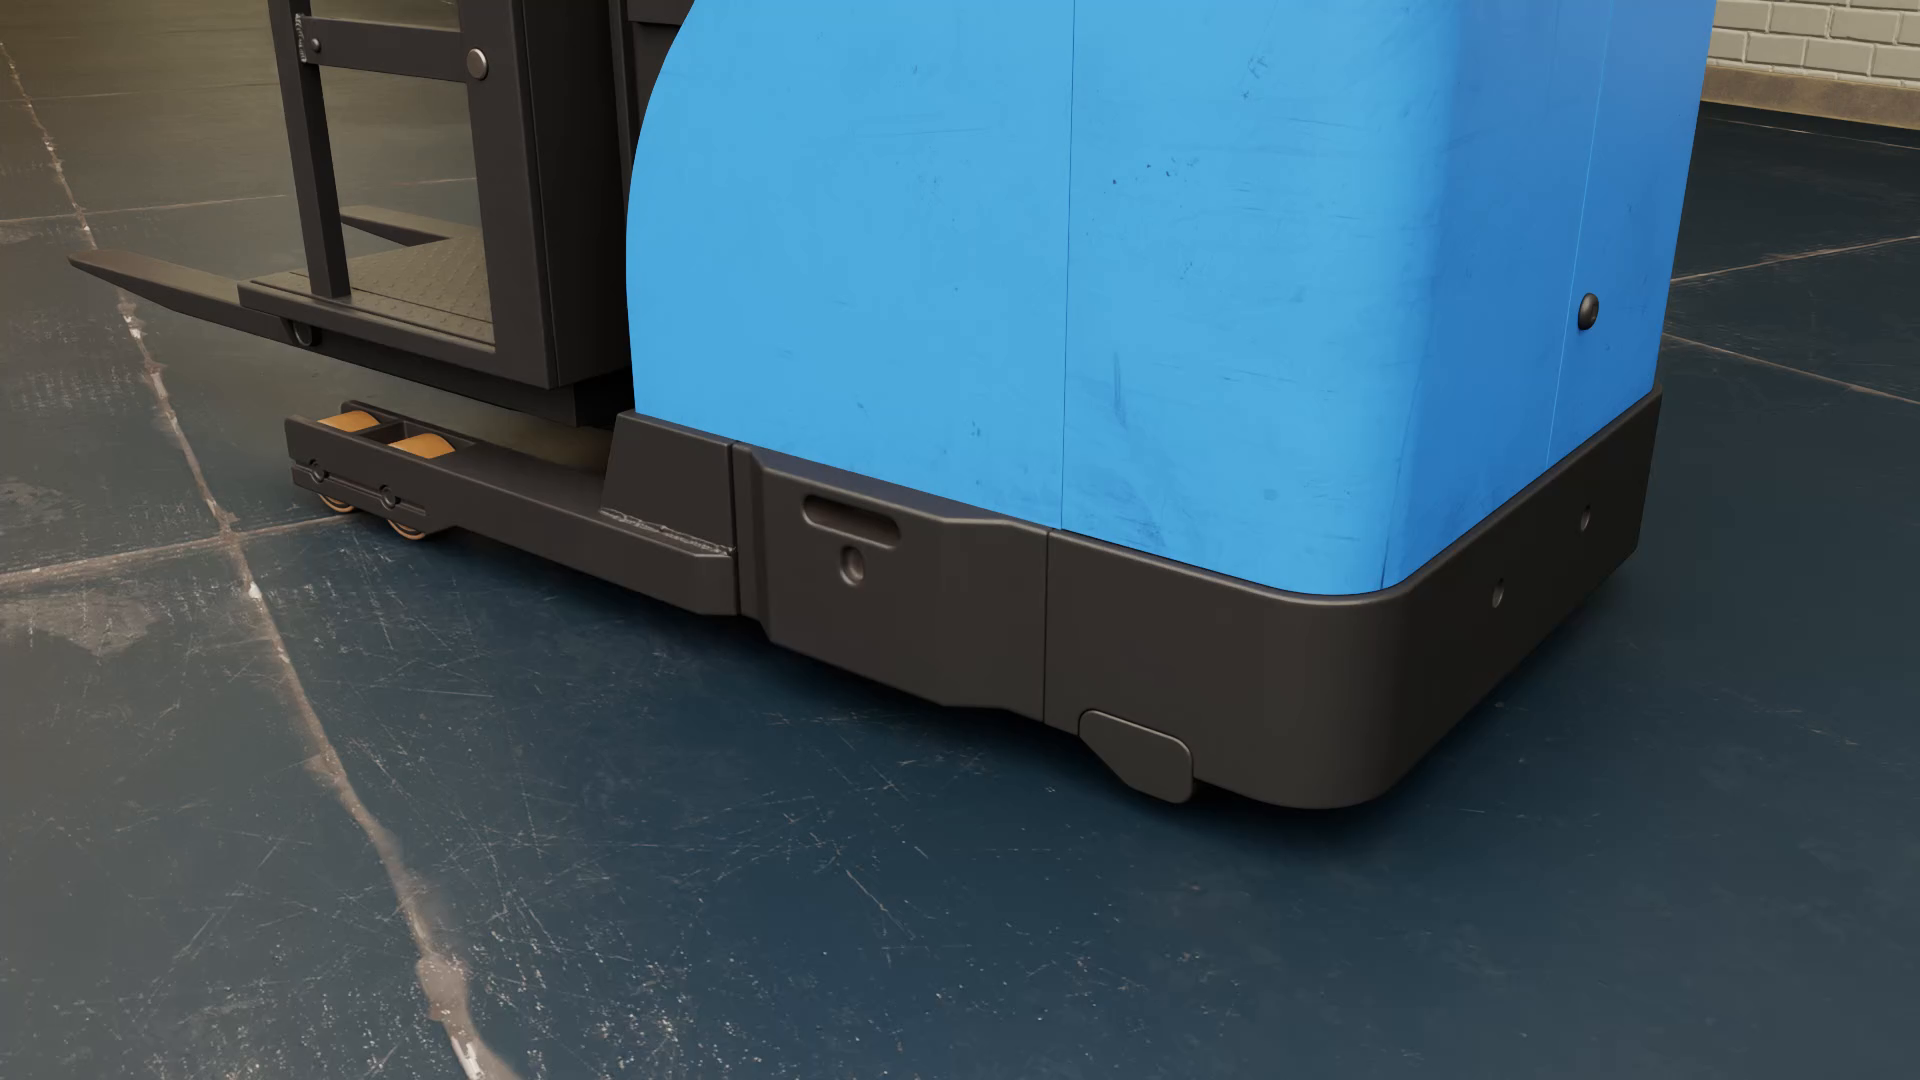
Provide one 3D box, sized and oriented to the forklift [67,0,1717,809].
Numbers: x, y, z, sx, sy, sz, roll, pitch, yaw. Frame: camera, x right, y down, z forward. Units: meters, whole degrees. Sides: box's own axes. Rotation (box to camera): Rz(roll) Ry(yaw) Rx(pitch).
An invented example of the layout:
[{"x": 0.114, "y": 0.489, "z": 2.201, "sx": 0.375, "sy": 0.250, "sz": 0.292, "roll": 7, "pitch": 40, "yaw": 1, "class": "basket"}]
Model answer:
[{"x": -0.481, "y": -1.497, "z": 2.422, "sx": 3.031, "sy": 2.935, "sz": 1.130, "roll": 16, "pitch": 27, "yaw": 34, "class": "forklift"}]
